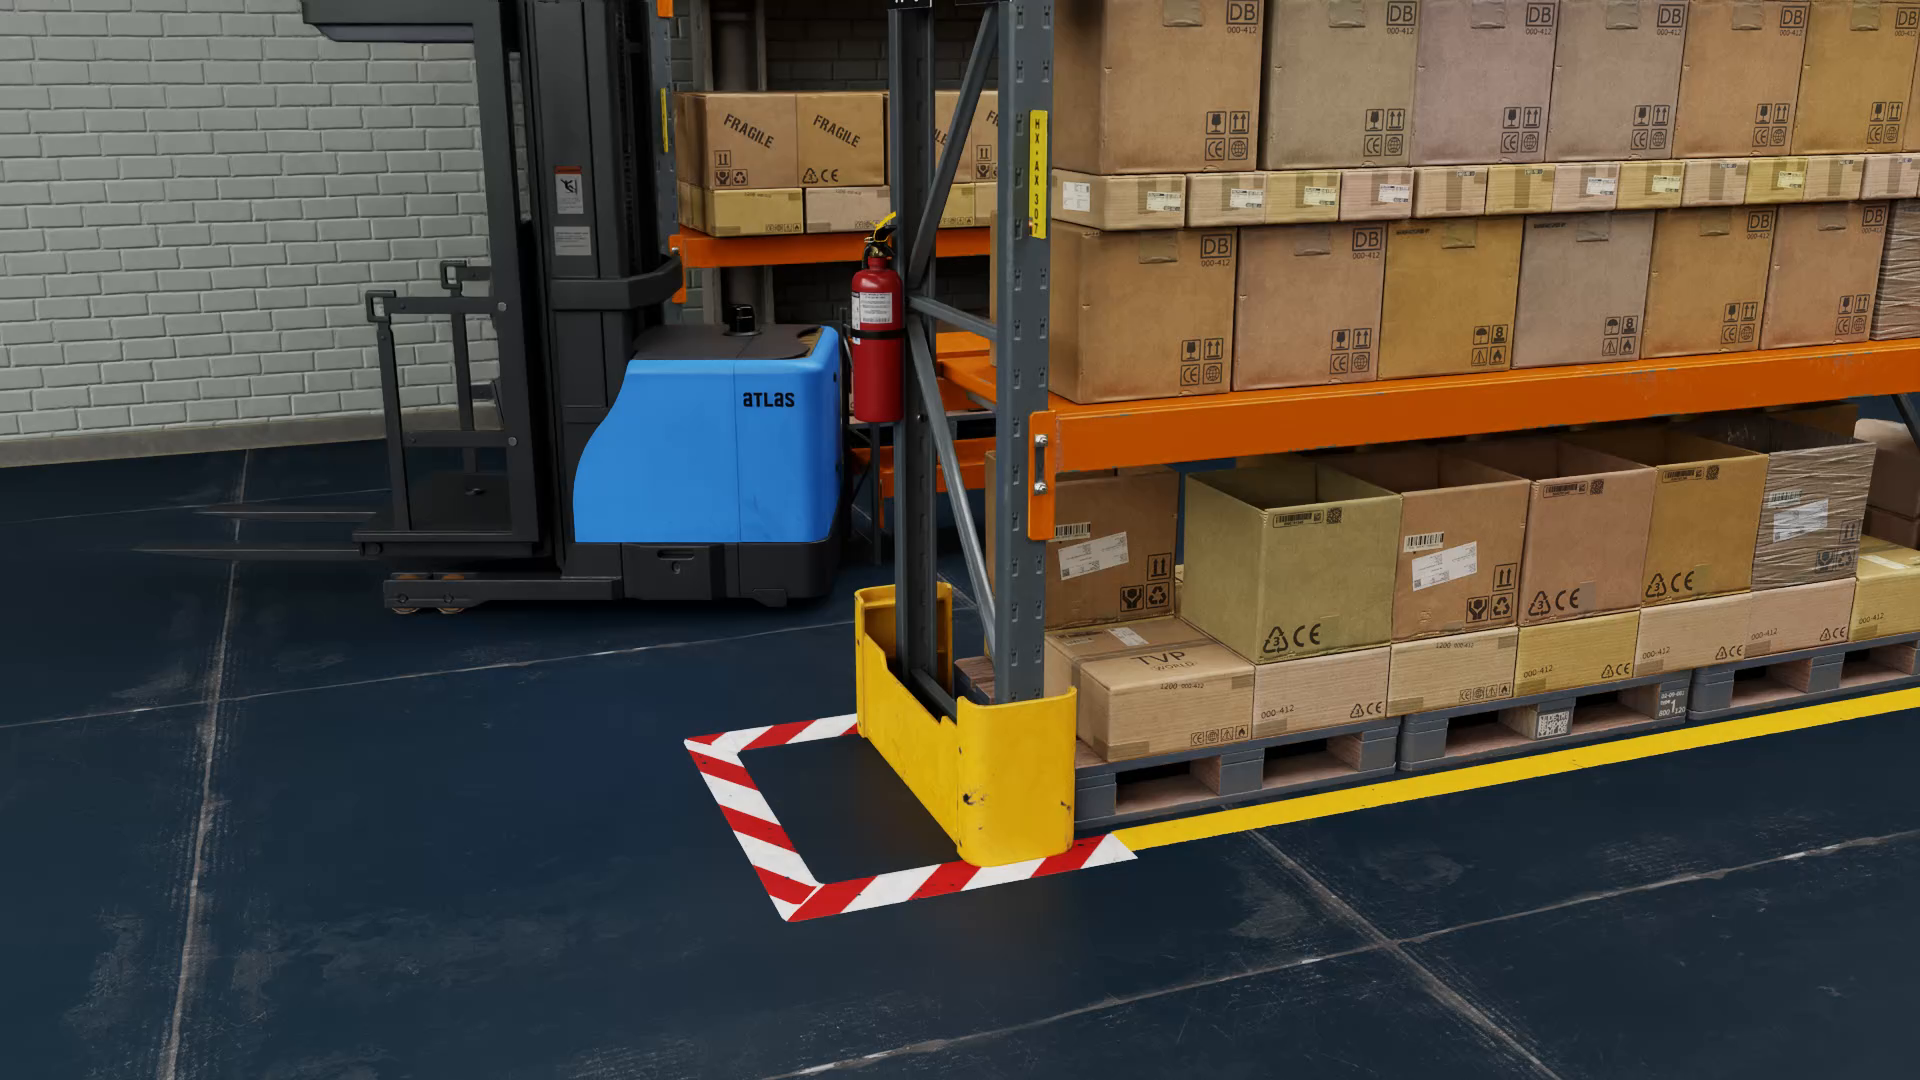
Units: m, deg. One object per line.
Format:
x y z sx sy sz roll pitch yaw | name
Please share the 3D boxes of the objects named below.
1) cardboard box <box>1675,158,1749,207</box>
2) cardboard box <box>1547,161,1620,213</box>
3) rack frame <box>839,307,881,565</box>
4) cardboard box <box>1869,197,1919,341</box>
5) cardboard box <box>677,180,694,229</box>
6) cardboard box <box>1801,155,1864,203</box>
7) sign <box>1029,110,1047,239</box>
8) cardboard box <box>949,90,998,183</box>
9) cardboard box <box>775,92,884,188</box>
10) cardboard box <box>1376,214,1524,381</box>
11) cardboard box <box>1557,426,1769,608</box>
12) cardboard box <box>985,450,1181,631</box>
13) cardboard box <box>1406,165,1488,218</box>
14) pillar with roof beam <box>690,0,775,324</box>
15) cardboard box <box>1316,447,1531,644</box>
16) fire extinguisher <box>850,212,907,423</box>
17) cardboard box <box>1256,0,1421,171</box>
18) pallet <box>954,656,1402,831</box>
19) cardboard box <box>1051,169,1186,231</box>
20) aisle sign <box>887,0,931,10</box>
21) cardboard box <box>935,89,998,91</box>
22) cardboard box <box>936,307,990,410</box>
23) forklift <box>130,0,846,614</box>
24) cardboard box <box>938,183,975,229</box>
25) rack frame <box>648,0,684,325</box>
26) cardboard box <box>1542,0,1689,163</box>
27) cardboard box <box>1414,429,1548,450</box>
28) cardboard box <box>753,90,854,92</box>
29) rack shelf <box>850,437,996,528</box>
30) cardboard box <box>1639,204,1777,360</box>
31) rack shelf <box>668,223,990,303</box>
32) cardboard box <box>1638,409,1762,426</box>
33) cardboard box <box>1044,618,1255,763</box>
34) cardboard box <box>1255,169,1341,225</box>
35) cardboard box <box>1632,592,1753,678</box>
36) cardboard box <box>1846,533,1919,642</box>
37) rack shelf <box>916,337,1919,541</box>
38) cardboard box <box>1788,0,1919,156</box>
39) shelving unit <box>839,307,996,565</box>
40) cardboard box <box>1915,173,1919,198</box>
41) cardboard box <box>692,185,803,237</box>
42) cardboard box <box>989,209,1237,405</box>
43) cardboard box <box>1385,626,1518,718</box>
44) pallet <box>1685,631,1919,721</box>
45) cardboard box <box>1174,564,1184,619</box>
2.383 -1.204 5.546 0.250 0.149 0.380 -6 17 -18 | cardboard box
1.891 -1.150 5.361 0.250 0.149 0.380 -6 17 -20 | cardboard box
-0.468 -0.489 7.768 0.032 1.125 0.500 -6 17 -20 | rack frame
3.335 -1.058 6.199 0.500 0.500 0.700 -7 18 -22 | cardboard box
-1.397 -1.992 9.788 0.500 0.250 0.500 -6 17 -19 | cardboard box
2.849 -1.253 5.714 0.250 0.149 0.380 -6 17 -20 | cardboard box
0.205 -0.960 4.366 0.005 0.325 0.100 -6 17 -20 | sign
0.217 -2.375 9.763 0.500 0.500 0.500 -6 17 -18 | cardboard box
-0.746 -2.270 9.403 0.500 0.500 0.500 -6 17 -20 | cardboard box
1.407 -0.847 5.483 0.500 0.500 0.700 -6 17 -20 | cardboard box
2.455 -0.095 5.903 0.500 0.500 0.500 -6 17 -20 | cardboard box
0.406 -0.027 5.672 0.500 0.500 0.500 -6 17 -20 | cardboard box
1.419 -1.100 5.190 0.250 0.149 0.380 -7 18 -22 | cardboard box
0.120 -4.000 5.748 0.400 9.000 9.100 -6 17 -20 | pillar with roof beam
1.521 0.005 5.562 0.500 0.500 0.500 -6 17 -20 | cardboard box
-0.265 -0.726 5.385 0.183 0.674 0.296 -6 17 -20 | fire extinguisher
0.991 -1.427 5.154 0.500 0.500 0.700 -7 18 -22 | cardboard box
0.711 0.597 5.691 1.213 0.211 1.003 -6 17 -20 | pallet
0.455 -0.995 4.835 0.250 0.149 0.380 -6 18 -20 | cardboard box
-0.155 -1.971 4.872 0.004 0.787 0.394 -6 17 -20 | aisle sign
0.025 -2.509 10.218 0.500 0.500 0.500 -6 17 -19 | cardboard box
0.149 -1.132 10.285 0.500 0.500 0.700 -7 18 -24 | cardboard box
-2.061 -1.242 7.125 3.031 2.935 1.130 0 16 0 | forklift
-0.238 -1.965 9.697 0.500 0.250 0.500 -6 18 -21 | cardboard box
-1.764 -1.956 9.435 0.127 3.000 1.000 -6 17 -20 | rack frame
1.929 -1.529 5.500 0.500 0.500 0.700 -6 17 -20 | cardboard box
1.802 -0.182 6.198 0.500 0.500 0.500 -6 17 -20 | cardboard box
-0.927 -2.405 9.864 0.500 0.500 0.500 -6 17 -19 | cardboard box
0.006 -0.306 8.011 1.000 0.278 0.538 -6 17 -20 | rack shelf
2.375 -0.953 5.844 0.500 0.500 0.700 -6 17 -19 | cardboard box
0.103 -1.812 10.223 4.000 0.370 1.077 -6 17 -20 | rack shelf
2.738 -0.281 6.537 0.500 0.500 0.500 -6 17 -20 | cardboard box
0.592 0.469 5.311 0.500 0.250 0.500 -6 17 -20 | cardboard box
0.934 -1.047 5.012 0.250 0.149 0.380 -6 17 -20 | cardboard box
2.460 0.268 5.997 0.500 0.250 0.500 -6 17 -20 | cardboard box
3.392 0.166 6.345 0.500 0.250 0.500 -6 17 -20 | cardboard box
1.879 -0.509 5.786 4.000 0.370 1.077 -6 17 -20 | rack shelf
2.863 -1.629 5.842 0.500 0.500 0.700 -6 17 -20 | cardboard box
0.006 -0.540 7.942 1.048 1.125 0.538 -6 17 -20 | shelving unit
3.338 -1.307 5.898 0.250 0.149 0.380 -7 18 -21 | cardboard box
-1.195 -1.859 9.337 0.500 0.250 0.500 -7 18 -22 | cardboard box
0.452 -0.745 5.133 0.500 0.500 0.700 -6 17 -20 | cardboard box
1.525 0.368 5.657 0.500 0.250 0.500 -6 17 -20 | cardboard box
2.989 0.351 6.529 1.213 0.211 1.003 -6 17 -20 | pallet
0.869 0.279 5.958 0.500 0.250 0.500 -6 17 -20 | cardboard box
